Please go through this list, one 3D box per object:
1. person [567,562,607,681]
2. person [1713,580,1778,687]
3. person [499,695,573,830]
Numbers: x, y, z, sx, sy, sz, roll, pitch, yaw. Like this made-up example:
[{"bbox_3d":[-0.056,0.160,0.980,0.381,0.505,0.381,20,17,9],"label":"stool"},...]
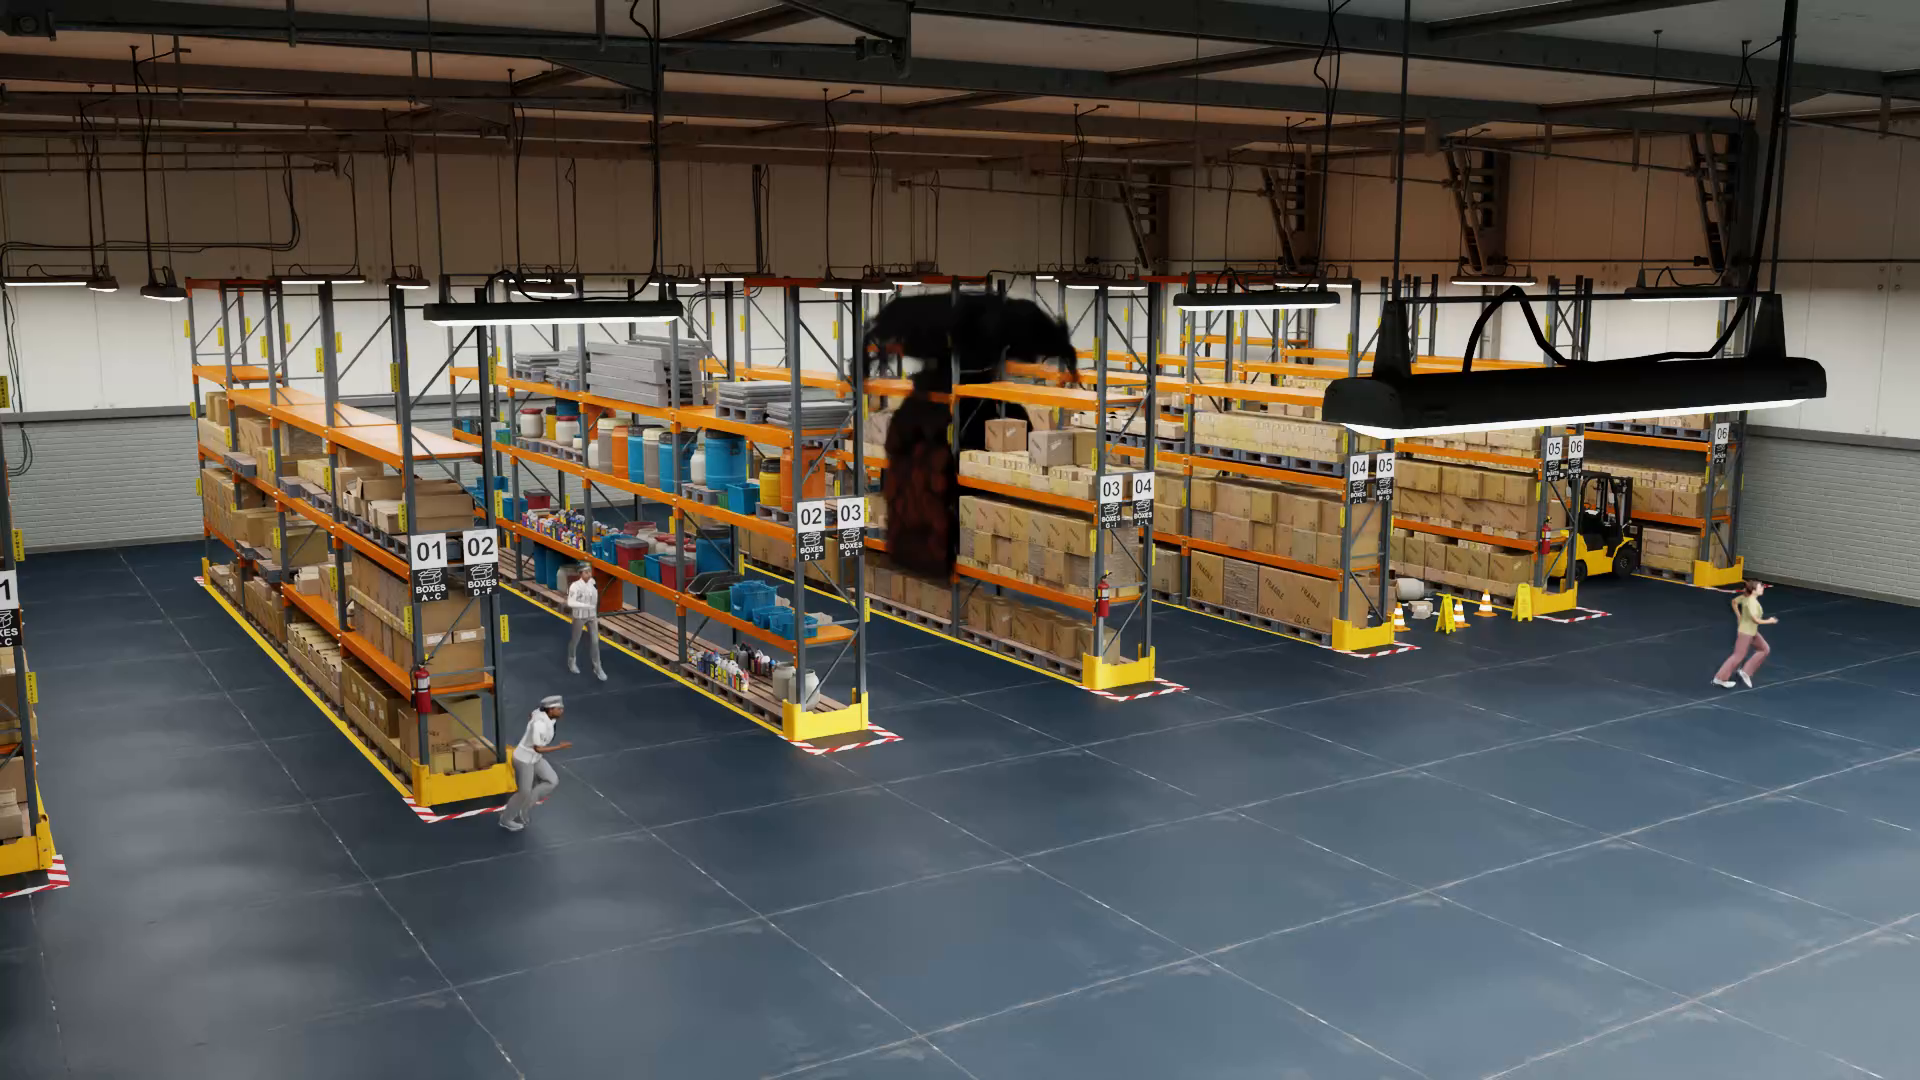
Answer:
[{"bbox_3d":[-5.480,1.162,24.252,0.559,1.729,0.782,-8,13,-40],"label":"person"},{"bbox_3d":[11.686,1.389,24.702,0.812,1.636,0.585,4,10,21],"label":"person"},{"bbox_3d":[-4.750,2.475,18.667,0.880,1.522,0.598,0,10,2],"label":"person"}]
